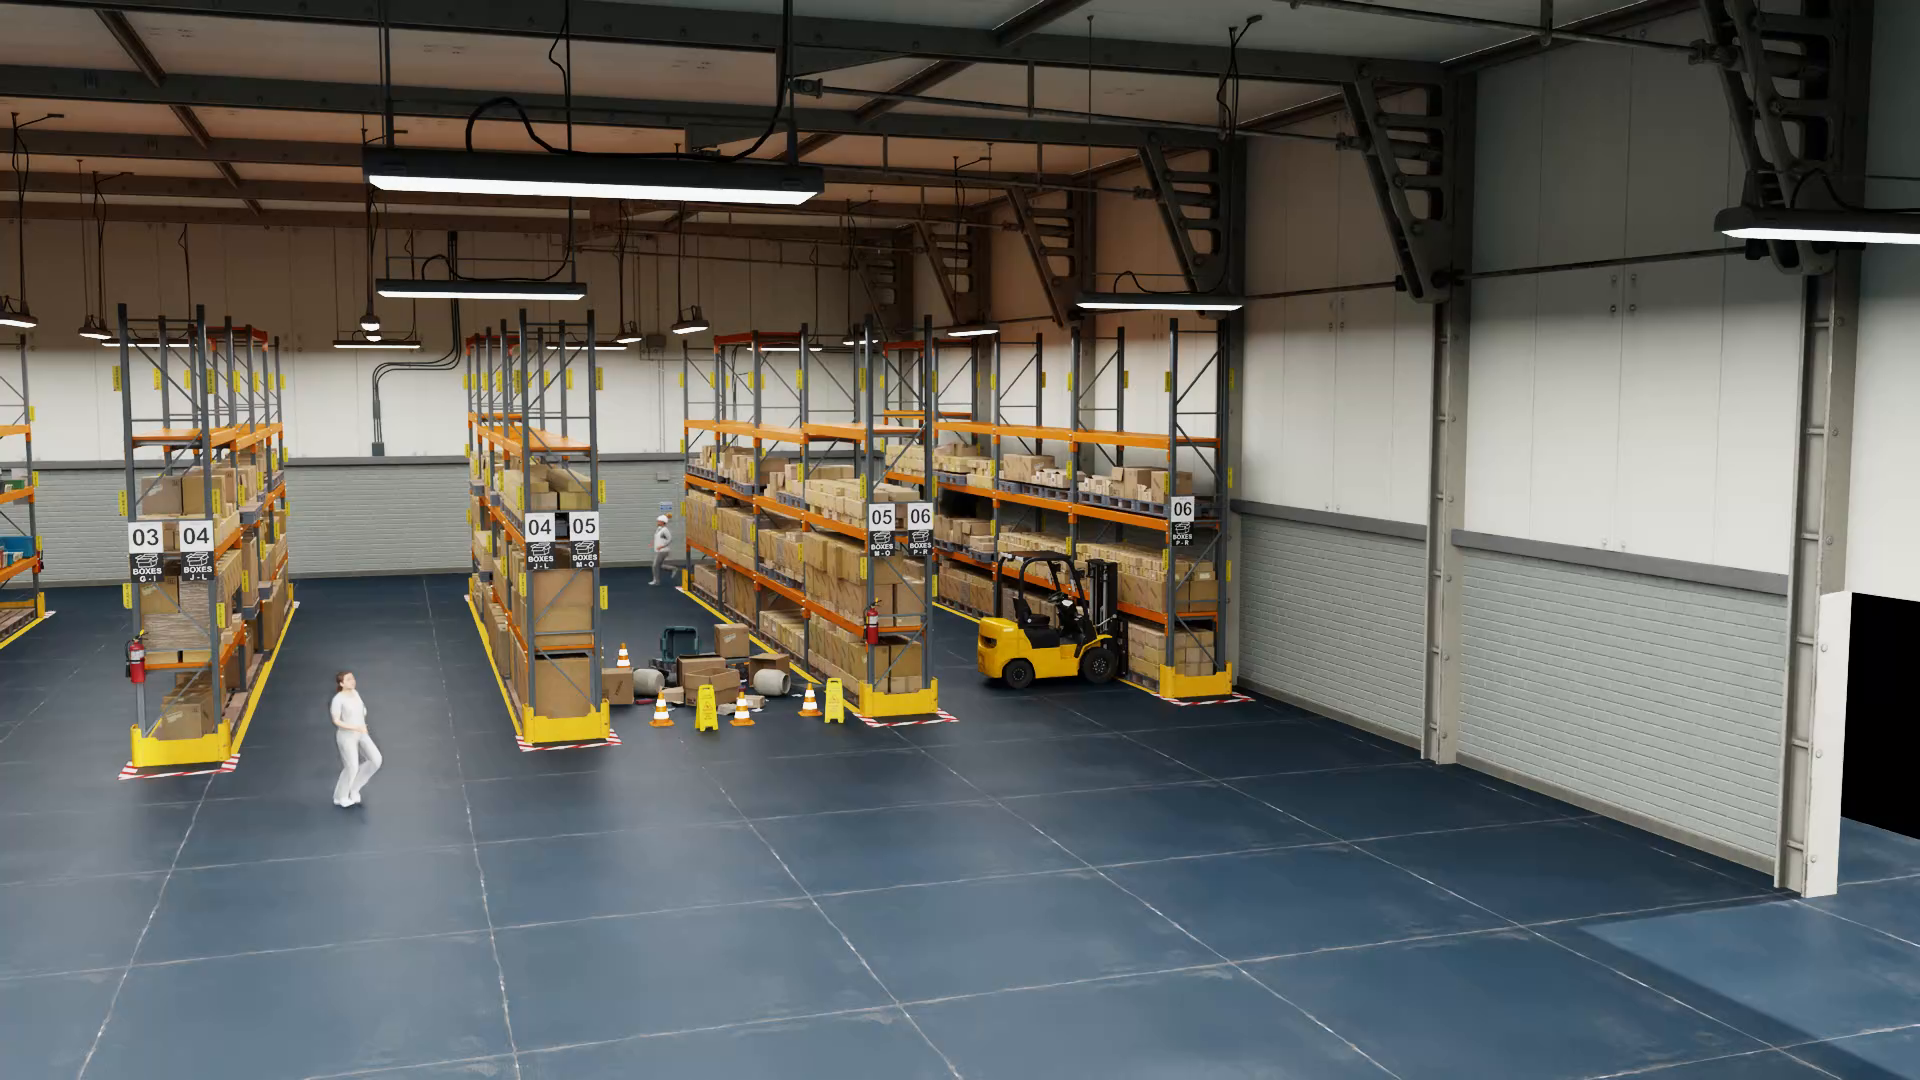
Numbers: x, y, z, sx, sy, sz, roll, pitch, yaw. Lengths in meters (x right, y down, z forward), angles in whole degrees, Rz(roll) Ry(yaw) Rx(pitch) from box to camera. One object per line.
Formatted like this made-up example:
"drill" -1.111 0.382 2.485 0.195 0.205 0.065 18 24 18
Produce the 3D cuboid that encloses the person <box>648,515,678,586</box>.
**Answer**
"person" -7.307 0.259 41.005 0.776 1.745 0.662 -2 6 -23

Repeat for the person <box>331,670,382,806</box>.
"person" -7.152 2.329 19.606 0.591 1.625 0.578 2 6 20
